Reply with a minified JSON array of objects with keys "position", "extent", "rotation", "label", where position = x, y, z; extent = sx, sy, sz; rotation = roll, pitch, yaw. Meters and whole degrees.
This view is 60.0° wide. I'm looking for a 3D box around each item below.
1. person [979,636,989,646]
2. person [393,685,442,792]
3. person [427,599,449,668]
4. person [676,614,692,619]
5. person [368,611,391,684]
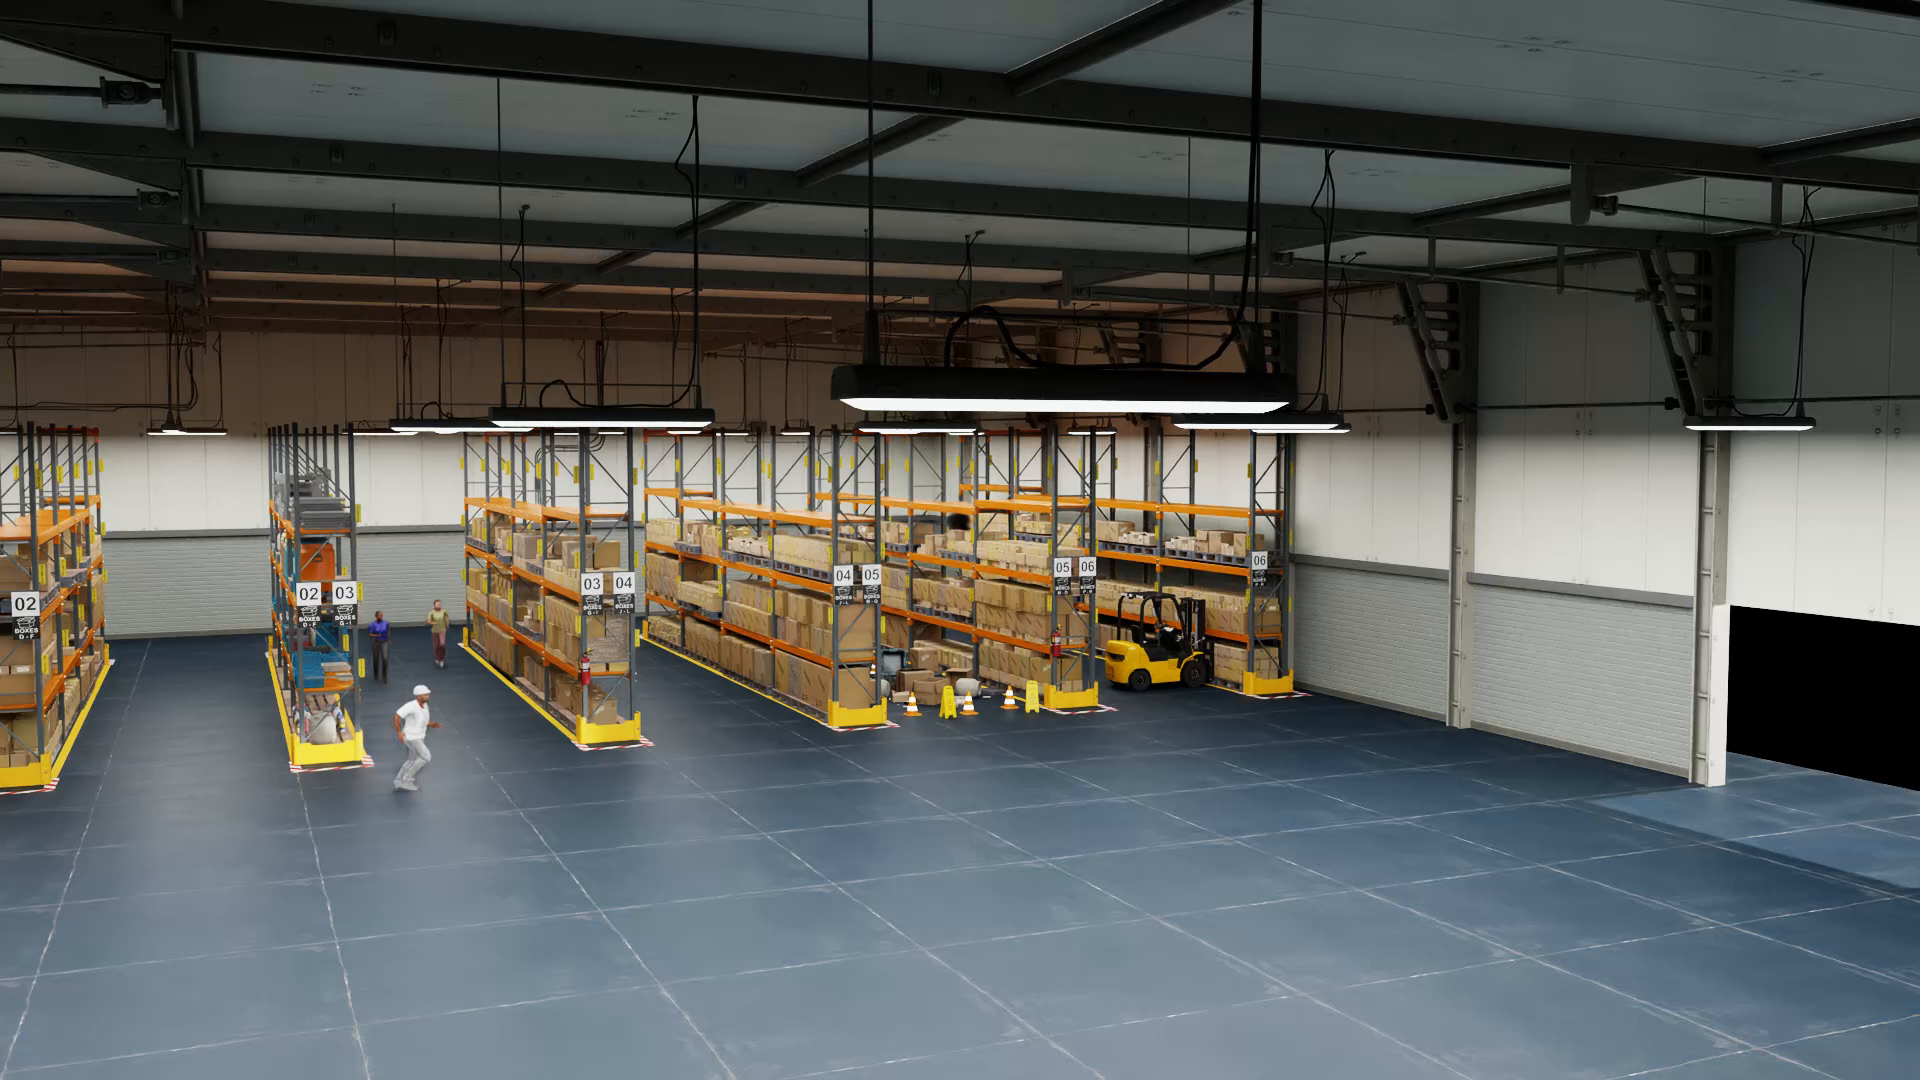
[{"position":[0.584,2.078,45.603],"extent":[0.681,1.737,0.638],"rotation":[3,5,44],"label":"person"},{"position":[-8.823,3.223,26.967],"extent":[0.772,1.741,0.697],"rotation":[0,4,7],"label":"person"},{"position":[-13.089,2.342,41.728],"extent":[0.522,1.713,0.804],"rotation":[-1,4,-16],"label":"person"},{"position":[-8.247,1.863,49.609],"extent":[0.655,1.681,0.808],"rotation":[3,5,41],"label":"person"},{"position":[-13.630,2.517,39.059],"extent":[0.522,1.701,0.848],"rotation":[-2,4,-26],"label":"person"}]
